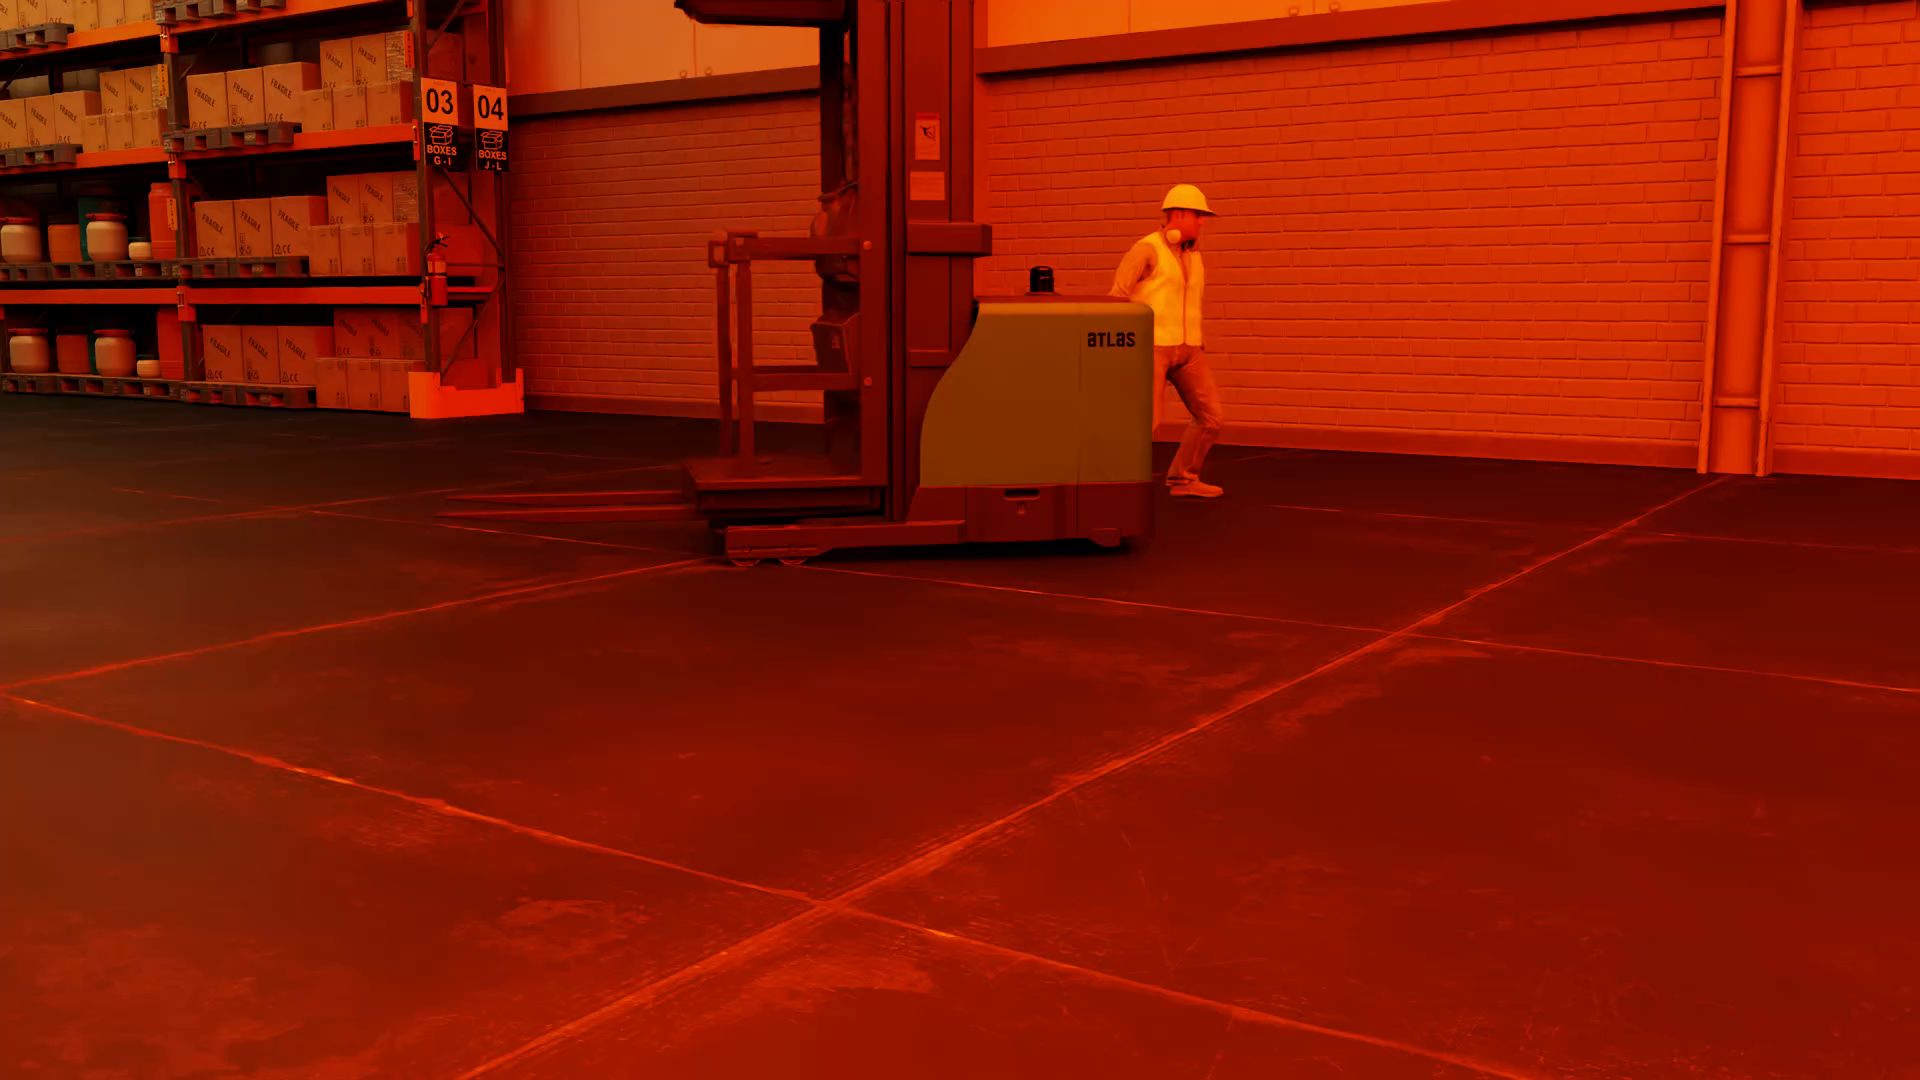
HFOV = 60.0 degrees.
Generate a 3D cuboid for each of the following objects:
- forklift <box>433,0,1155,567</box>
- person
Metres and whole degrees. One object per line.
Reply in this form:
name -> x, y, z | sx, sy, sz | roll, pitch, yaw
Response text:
forklift -> -0.723, -1.421, 7.187 | 3.031, 2.935, 1.130 | -2, 8, -13
person -> 1.058, -1.044, 9.043 | 0.854, 1.743, 0.492 | -5, 10, -34
